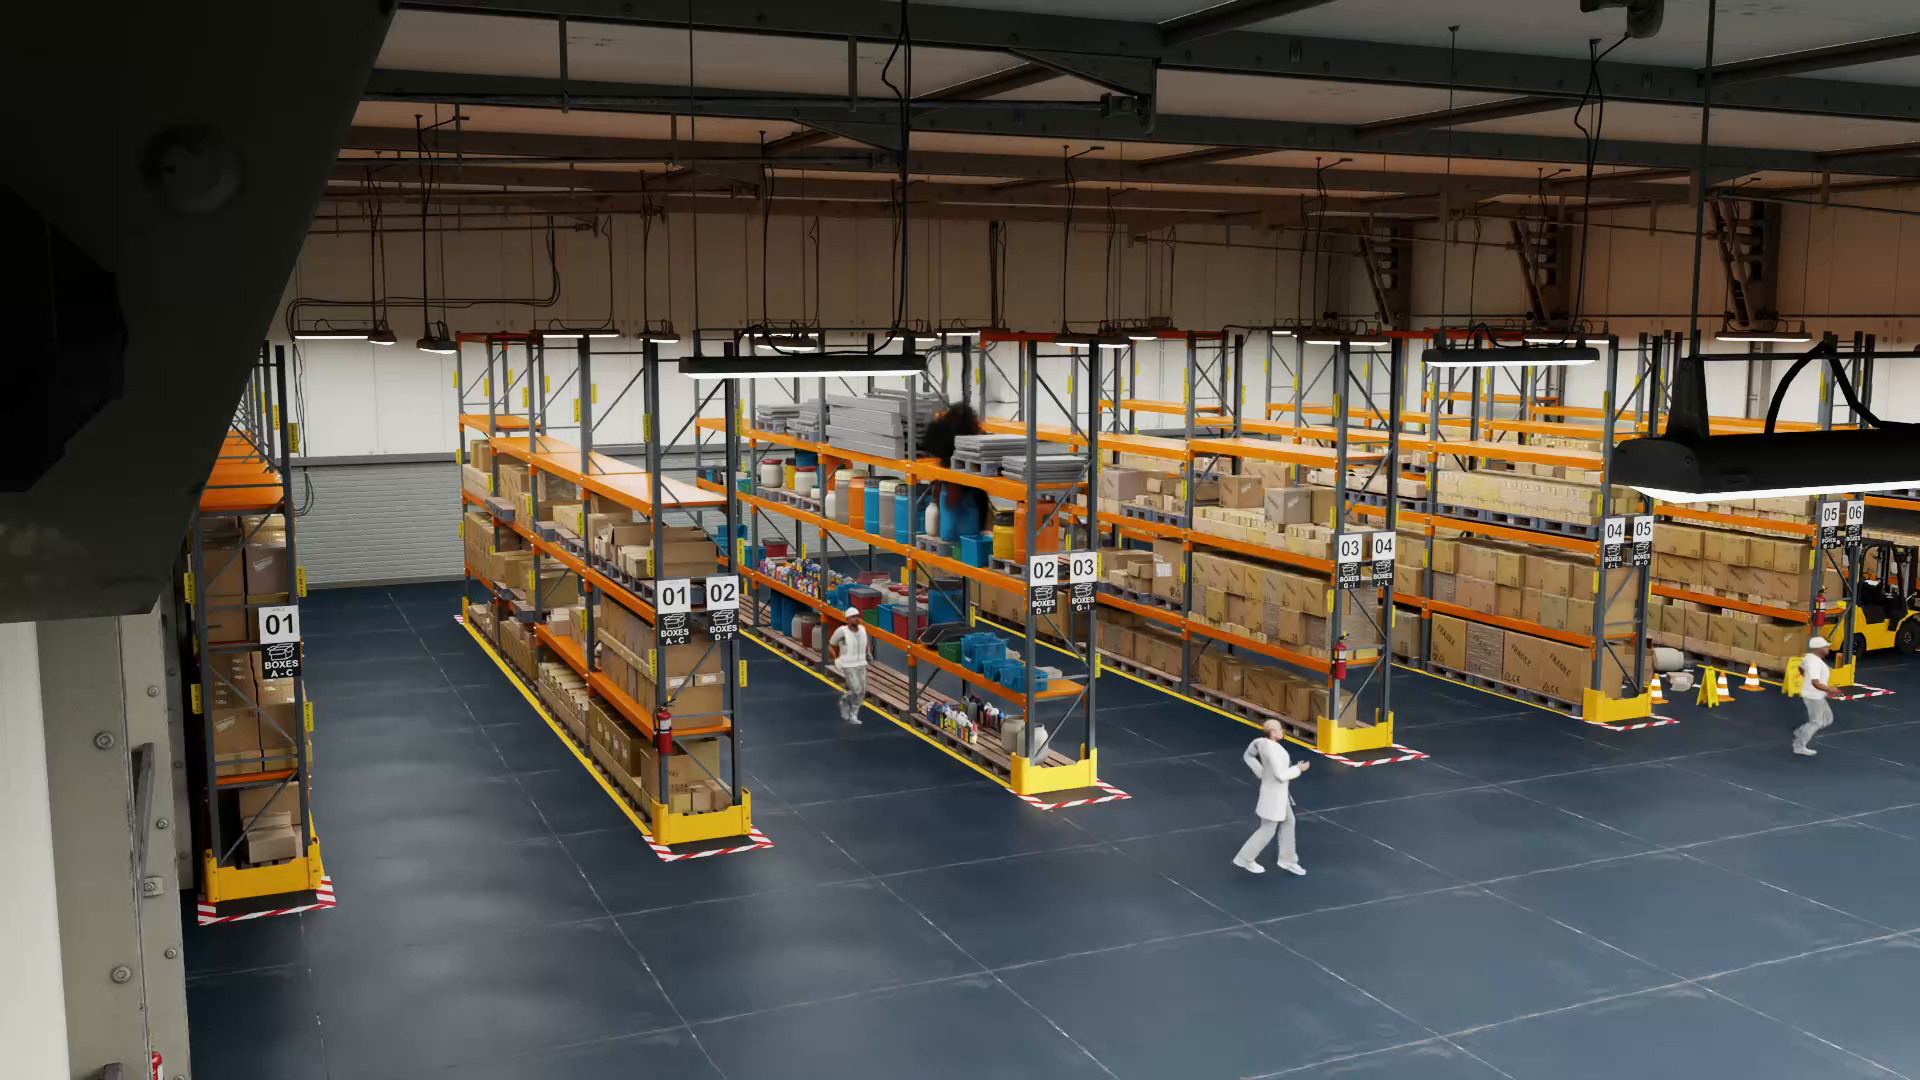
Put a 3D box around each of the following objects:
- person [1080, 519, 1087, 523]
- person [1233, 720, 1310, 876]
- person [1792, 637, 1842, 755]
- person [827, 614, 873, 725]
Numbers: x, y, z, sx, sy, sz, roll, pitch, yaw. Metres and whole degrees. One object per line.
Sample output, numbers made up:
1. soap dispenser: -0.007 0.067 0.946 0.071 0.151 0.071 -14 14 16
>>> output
1. person: 2.828 0.277 38.453 0.592 1.559 0.574 -2 8 -17
2. person: 3.517 2.921 18.753 0.862 1.831 0.693 0 8 2
3. person: 12.370 2.242 23.959 0.591 1.720 0.739 4 8 25
4. person: -1.552 1.889 24.583 0.684 1.707 0.540 -6 10 -39
